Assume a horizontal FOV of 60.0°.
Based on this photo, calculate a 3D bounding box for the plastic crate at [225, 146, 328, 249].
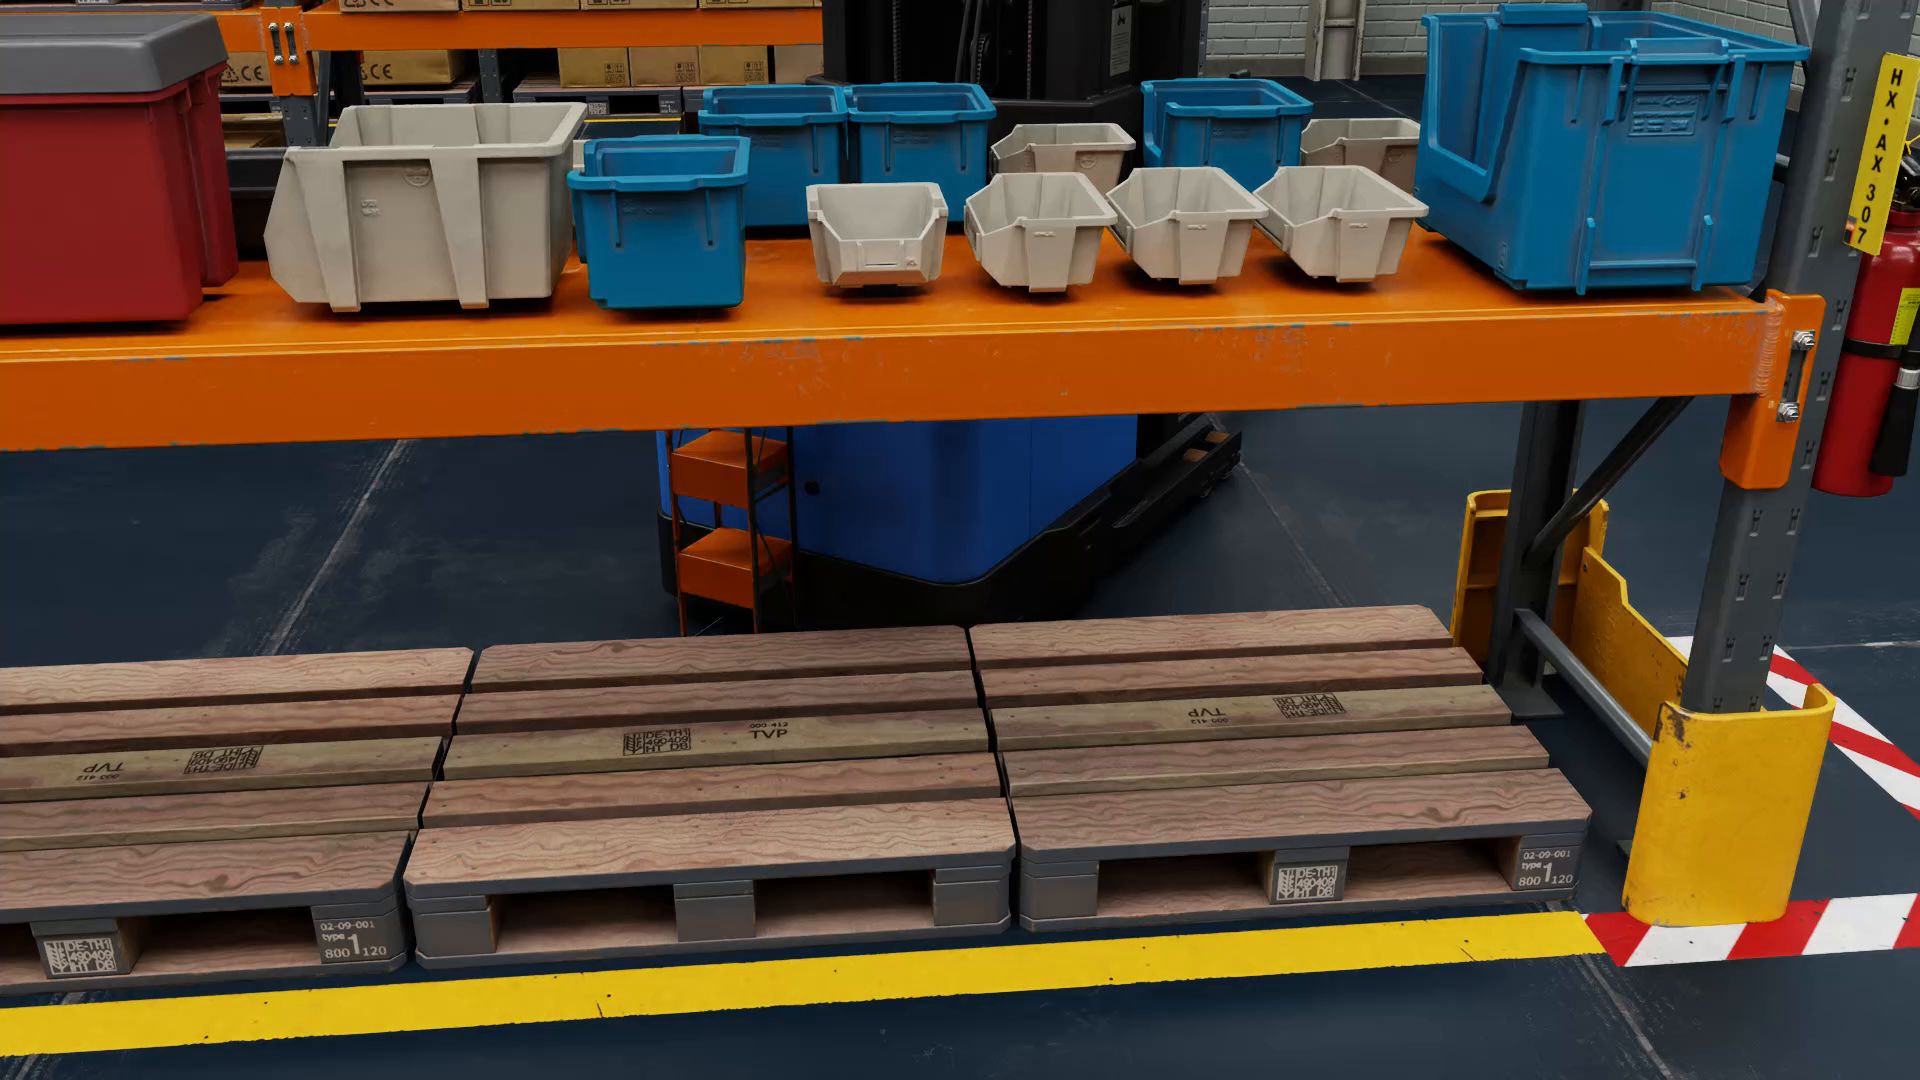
[{"bbox_3d":[-1.395,-0.697,3.391,0.590,0.125,0.437,-2,24,-5],"label":"plastic crate"}]

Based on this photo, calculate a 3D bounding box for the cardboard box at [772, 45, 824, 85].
[{"bbox_3d":[-1.161,-3.747,12.549,0.500,0.500,0.700,-3,24,-7],"label":"cardboard box"}]

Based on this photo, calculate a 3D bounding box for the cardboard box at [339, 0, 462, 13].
[{"bbox_3d":[-2.432,-2.601,7.285,0.500,0.500,0.500,-2,24,-4],"label":"cardboard box"}]

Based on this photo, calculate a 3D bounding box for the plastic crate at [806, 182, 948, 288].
[{"bbox_3d":[-0.153,-0.557,3.062,0.250,0.136,0.298,-2,24,-5],"label":"plastic crate"}]

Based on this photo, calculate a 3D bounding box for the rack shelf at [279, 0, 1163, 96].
[{"bbox_3d":[-0.976,-2.396,7.833,4.000,0.370,1.077,-2,24,-5],"label":"rack shelf"}]

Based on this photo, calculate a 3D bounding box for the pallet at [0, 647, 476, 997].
[{"bbox_3d":[-1.755,0.587,3.670,1.213,0.211,1.003,-2,24,-5],"label":"pallet"}]

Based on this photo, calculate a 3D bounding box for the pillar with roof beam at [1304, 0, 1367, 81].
[{"bbox_3d":[3.549,-6.265,8.267,0.400,9.000,9.100,-2,24,-5],"label":"pillar with roof beam"}]

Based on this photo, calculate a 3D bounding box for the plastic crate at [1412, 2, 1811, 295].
[{"bbox_3d":[1.183,-0.757,3.142,0.499,0.435,0.616,-2,24,-5],"label":"plastic crate"}]

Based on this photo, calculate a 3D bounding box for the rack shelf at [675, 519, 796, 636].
[{"bbox_3d":[-0.585,0.121,4.395,0.240,0.259,0.215,12,27,25],"label":"rack shelf"}]

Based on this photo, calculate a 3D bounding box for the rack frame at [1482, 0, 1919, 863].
[{"bbox_3d":[1.498,-0.802,3.362,0.127,3.000,1.000,-2,24,-5],"label":"rack frame"}]

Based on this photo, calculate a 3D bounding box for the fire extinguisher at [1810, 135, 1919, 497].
[{"bbox_3d":[1.693,-0.419,3.053,0.183,0.674,0.296,-2,24,-5],"label":"fire extinguisher"}]

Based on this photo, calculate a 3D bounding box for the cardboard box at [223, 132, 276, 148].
[{"bbox_3d":[-3.429,-1.568,7.621,0.500,0.500,0.500,-2,24,-5],"label":"cardboard box"}]

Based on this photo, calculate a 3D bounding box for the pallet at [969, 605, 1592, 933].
[{"bbox_3d":[0.673,0.489,3.889,1.213,0.211,1.003,-2,24,-5],"label":"pallet"}]

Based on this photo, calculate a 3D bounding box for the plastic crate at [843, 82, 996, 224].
[{"bbox_3d":[-0.091,-0.824,3.542,0.300,0.233,0.416,-2,24,-5],"label":"plastic crate"}]

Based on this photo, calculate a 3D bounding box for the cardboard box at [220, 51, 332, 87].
[{"bbox_3d":[-4.975,-3.741,12.104,0.750,0.750,0.750,-2,24,-4],"label":"cardboard box"}]

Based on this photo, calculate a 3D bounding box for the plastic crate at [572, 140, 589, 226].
[{"bbox_3d":[-0.779,-0.740,3.473,0.466,0.136,0.293,-2,24,-5],"label":"plastic crate"}]

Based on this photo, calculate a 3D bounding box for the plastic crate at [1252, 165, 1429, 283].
[{"bbox_3d":[0.704,-0.603,3.165,0.243,0.136,0.396,-2,24,-5],"label":"plastic crate"}]

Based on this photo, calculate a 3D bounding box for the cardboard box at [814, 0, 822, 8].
[{"bbox_3d":[-0.417,-2.682,7.469,0.500,0.500,0.500,-2,24,-5],"label":"cardboard box"}]

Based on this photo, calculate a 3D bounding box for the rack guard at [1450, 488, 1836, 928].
[{"bbox_3d":[1.520,0.334,3.883,0.348,0.500,1.175,-2,24,-5],"label":"rack guard"}]

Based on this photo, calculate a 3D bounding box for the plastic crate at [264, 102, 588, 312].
[{"bbox_3d":[-0.945,-0.602,2.984,0.530,0.282,0.437,-2,24,-5],"label":"plastic crate"}]

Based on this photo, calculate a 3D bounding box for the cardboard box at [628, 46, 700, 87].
[{"bbox_3d":[-2.202,-3.704,12.450,0.500,0.500,0.700,-3,24,-6],"label":"cardboard box"}]

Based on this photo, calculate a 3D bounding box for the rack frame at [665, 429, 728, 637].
[{"bbox_3d":[-0.693,-0.165,4.330,0.008,1.050,0.200,12,27,25],"label":"rack frame"}]

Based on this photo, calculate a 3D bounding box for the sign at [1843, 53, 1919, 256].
[{"bbox_3d":[1.568,-0.655,2.830,0.005,0.325,0.100,-2,24,-5],"label":"sign"}]

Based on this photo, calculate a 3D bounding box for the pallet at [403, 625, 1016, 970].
[{"bbox_3d":[-0.538,0.537,3.783,1.213,0.211,1.003,-2,24,-5],"label":"pallet"}]

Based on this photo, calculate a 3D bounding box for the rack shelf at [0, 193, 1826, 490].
[{"bbox_3d":[-0.493,-0.394,3.328,4.000,0.370,1.077,-2,24,-5],"label":"rack shelf"}]

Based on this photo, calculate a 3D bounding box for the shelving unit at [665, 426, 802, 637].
[{"bbox_3d":[-0.585,-0.143,4.278,0.252,1.050,0.215,12,27,25],"label":"shelving unit"}]

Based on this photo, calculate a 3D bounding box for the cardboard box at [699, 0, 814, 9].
[{"bbox_3d":[-0.919,-2.662,7.424,0.500,0.500,0.500,-3,24,-6],"label":"cardboard box"}]

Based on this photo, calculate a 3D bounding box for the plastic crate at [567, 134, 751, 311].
[{"bbox_3d":[-0.521,-0.567,2.966,0.300,0.233,0.416,-2,24,-5],"label":"plastic crate"}]

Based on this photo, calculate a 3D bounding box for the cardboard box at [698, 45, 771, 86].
[{"bbox_3d":[-1.691,-3.723,12.494,0.500,0.500,0.700,-2,24,-4],"label":"cardboard box"}]

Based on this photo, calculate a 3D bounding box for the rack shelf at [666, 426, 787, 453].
[{"bbox_3d":[-0.585,-0.392,4.167,0.240,0.259,0.215,12,27,25],"label":"rack shelf"}]

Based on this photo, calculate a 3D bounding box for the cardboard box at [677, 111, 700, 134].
[{"bbox_3d":[-1.097,-1.782,8.098,0.637,0.503,0.797,-2,24,-5],"label":"cardboard box"}]

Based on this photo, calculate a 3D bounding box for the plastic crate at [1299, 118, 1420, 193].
[{"bbox_3d":[0.892,-0.853,3.727,0.298,0.136,0.250,-2,24,-5],"label":"plastic crate"}]

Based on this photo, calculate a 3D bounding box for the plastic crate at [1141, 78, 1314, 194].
[{"bbox_3d":[0.565,-0.850,3.602,0.300,0.233,0.416,-2,24,-5],"label":"plastic crate"}]

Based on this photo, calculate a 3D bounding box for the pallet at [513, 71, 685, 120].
[{"bbox_3d":[-2.692,-3.371,12.575,1.213,0.211,1.003,-2,24,-5],"label":"pallet"}]

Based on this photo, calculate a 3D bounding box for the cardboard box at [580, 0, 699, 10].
[{"bbox_3d":[-1.425,-2.641,7.377,0.500,0.500,0.500,-2,24,-5],"label":"cardboard box"}]

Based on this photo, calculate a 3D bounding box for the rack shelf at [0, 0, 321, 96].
[{"bbox_3d":[-4.956,-2.236,7.474,4.000,0.370,1.077,-2,24,-5],"label":"rack shelf"}]

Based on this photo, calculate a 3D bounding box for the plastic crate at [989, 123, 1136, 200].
[{"bbox_3d":[0.217,-0.826,3.666,0.298,0.136,0.250,-2,24,-5],"label":"plastic crate"}]

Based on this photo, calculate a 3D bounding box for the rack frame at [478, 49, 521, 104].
[{"bbox_3d":[-3.457,-4.647,12.012,0.127,3.000,1.000,-2,24,-5],"label":"rack frame"}]

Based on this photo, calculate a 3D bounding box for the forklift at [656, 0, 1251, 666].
[{"bbox_3d":[0.314,-1.561,5.154,1.130,2.935,3.031,13,27,27],"label":"forklift"}]

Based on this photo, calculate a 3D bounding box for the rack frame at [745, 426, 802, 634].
[{"bbox_3d":[-0.477,-0.120,4.227,0.008,1.050,0.200,12,27,25],"label":"rack frame"}]

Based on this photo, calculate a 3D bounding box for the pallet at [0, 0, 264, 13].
[{"bbox_3d":[-3.772,-2.569,7.574,1.213,0.211,1.003,-2,24,-5],"label":"pallet"}]

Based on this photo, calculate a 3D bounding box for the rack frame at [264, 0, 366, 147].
[{"bbox_3d":[-2.966,-2.645,7.507,0.127,3.000,1.000,-2,24,-5],"label":"rack frame"}]

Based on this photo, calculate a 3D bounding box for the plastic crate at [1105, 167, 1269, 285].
[{"bbox_3d":[0.414,-0.598,3.152,0.243,0.136,0.396,-2,24,-5],"label":"plastic crate"}]

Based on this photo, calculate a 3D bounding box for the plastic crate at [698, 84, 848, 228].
[{"bbox_3d":[-0.389,-0.812,3.515,0.300,0.233,0.416,-2,24,-5],"label":"plastic crate"}]

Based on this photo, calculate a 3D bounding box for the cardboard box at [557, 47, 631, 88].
[{"bbox_3d":[-2.702,-3.685,12.408,0.500,0.500,0.700,-2,24,-4],"label":"cardboard box"}]

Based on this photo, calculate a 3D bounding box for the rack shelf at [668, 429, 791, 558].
[{"bbox_3d":[-0.585,-0.133,4.282,0.240,0.259,0.215,12,27,25],"label":"rack shelf"}]

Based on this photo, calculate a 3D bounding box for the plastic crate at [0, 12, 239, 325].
[{"bbox_3d":[-1.570,-0.633,2.829,0.583,0.464,0.402,-2,24,-5],"label":"plastic crate"}]

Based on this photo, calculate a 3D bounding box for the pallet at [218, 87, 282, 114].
[{"bbox_3d":[-5.434,-3.261,12.328,1.213,0.211,1.003,-2,24,-5],"label":"pallet"}]

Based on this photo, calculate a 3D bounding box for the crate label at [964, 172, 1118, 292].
[{"bbox_3d":[0.139,-0.577,3.105,0.243,0.136,0.396,-2,24,-5],"label":"crate label"}]

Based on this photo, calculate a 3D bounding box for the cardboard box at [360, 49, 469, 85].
[{"bbox_3d":[-4.091,-3.778,12.186,0.750,0.750,0.750,-2,24,-5],"label":"cardboard box"}]

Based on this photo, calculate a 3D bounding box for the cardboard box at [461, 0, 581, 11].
[{"bbox_3d":[-1.923,-2.622,7.334,0.500,0.500,0.500,-2,24,-4],"label":"cardboard box"}]

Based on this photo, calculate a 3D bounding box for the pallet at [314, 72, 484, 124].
[{"bbox_3d":[-4.217,-3.311,12.440,1.213,0.211,1.003,-2,24,-5],"label":"pallet"}]

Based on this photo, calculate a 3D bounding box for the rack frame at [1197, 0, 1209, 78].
[{"bbox_3d":[1.015,-2.804,7.866,0.127,3.000,1.000,-2,24,-5],"label":"rack frame"}]

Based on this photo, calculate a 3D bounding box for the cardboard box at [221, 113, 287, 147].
[{"bbox_3d":[-3.471,-1.783,8.104,0.500,0.500,0.500,-3,24,-8],"label":"cardboard box"}]

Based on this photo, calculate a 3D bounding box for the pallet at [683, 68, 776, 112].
[{"bbox_3d":[-1.475,-3.421,12.688,1.213,0.211,1.003,-2,24,-5],"label":"pallet"}]
